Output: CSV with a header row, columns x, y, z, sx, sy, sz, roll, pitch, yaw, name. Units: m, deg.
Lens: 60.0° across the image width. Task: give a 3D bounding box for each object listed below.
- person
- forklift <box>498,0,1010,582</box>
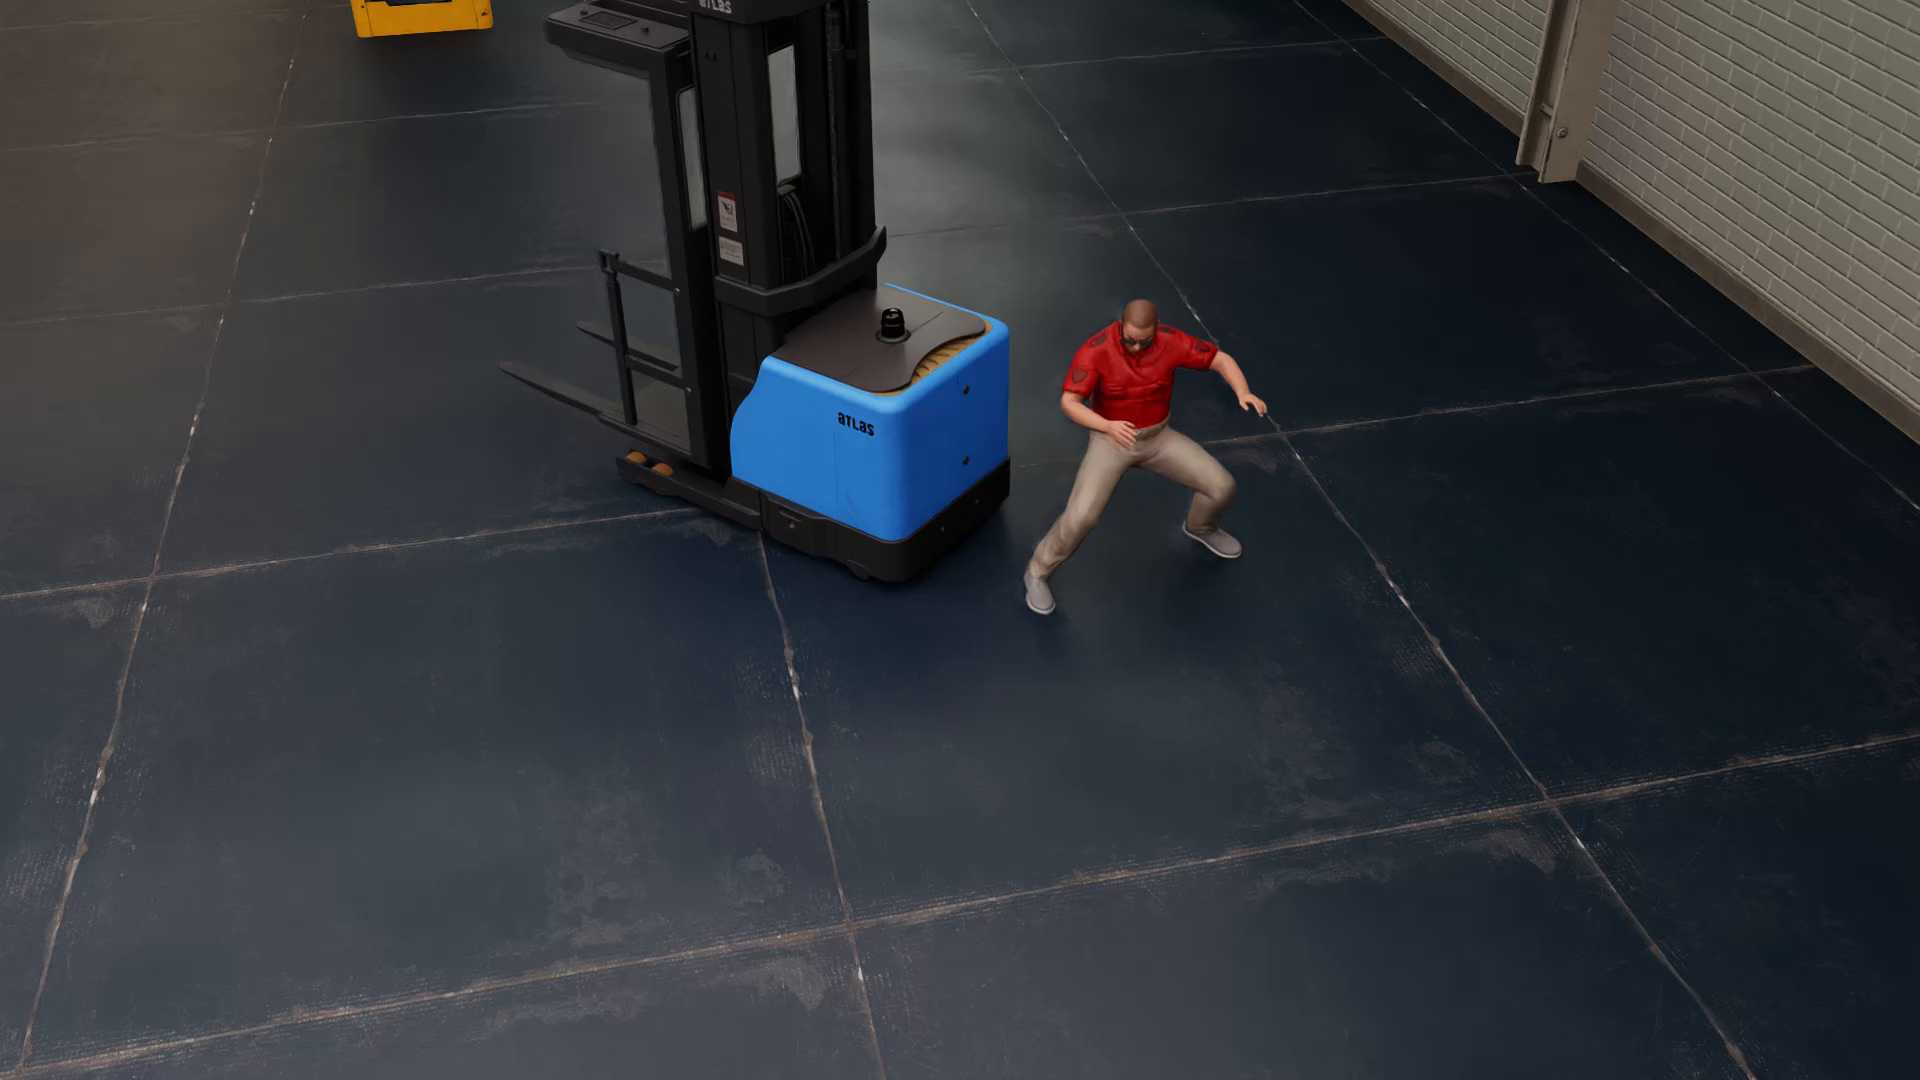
x,y,z,sx,sy,sz,roll,pitch,yaw,name
0.871,-0.427,7.891,1.138,1.478,0.706,-4,36,-6,person
-1.234,-1.660,8.356,3.031,2.935,1.130,22,41,28,forklift
